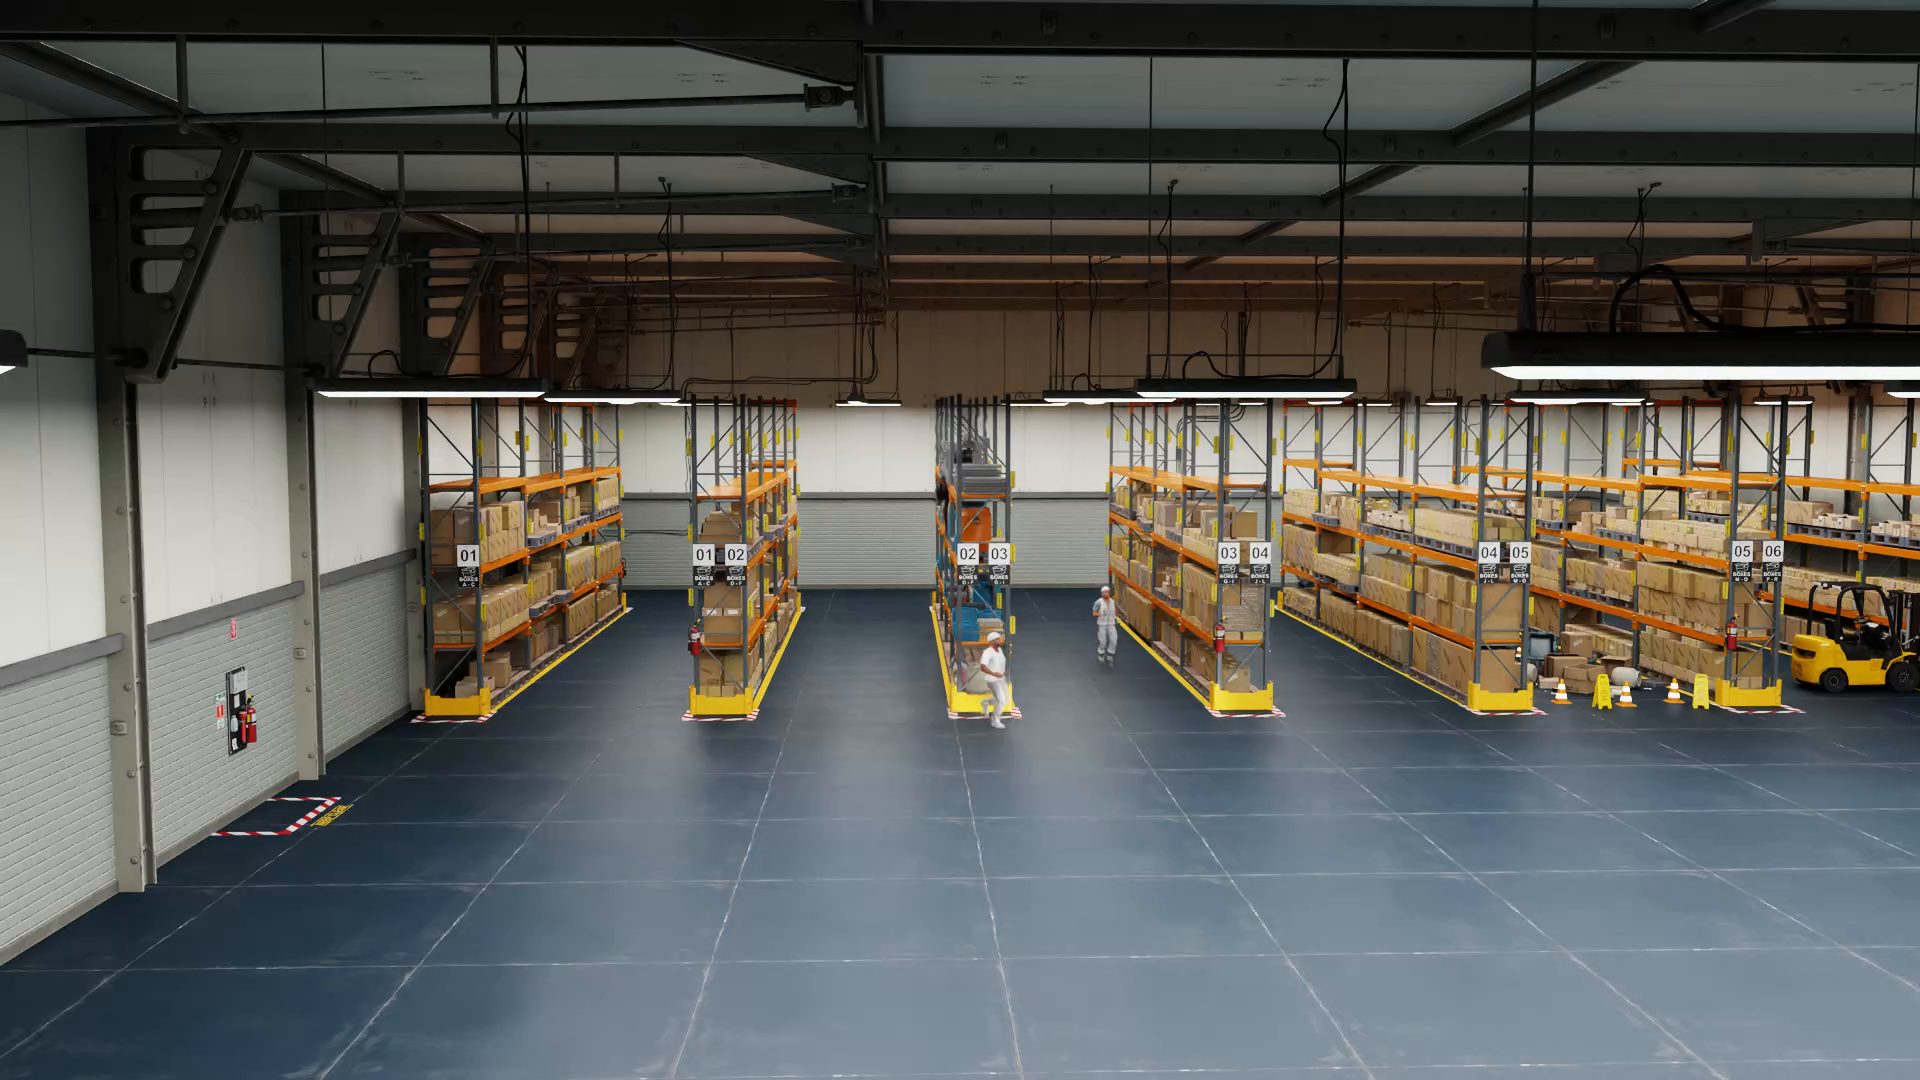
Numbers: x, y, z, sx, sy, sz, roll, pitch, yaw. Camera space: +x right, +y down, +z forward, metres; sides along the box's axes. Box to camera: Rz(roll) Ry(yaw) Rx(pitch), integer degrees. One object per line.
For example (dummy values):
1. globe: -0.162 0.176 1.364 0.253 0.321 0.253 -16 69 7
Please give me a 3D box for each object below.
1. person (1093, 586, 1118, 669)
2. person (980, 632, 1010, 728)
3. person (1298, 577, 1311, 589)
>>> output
1. person: 3.251 1.933 36.814 0.632 1.824 0.705 -1 5 -11
2. person: 0.591 2.516 29.971 0.584 1.721 0.748 2 5 24
3. person: 10.289 1.032 49.392 0.627 1.558 0.508 -2 5 -28
